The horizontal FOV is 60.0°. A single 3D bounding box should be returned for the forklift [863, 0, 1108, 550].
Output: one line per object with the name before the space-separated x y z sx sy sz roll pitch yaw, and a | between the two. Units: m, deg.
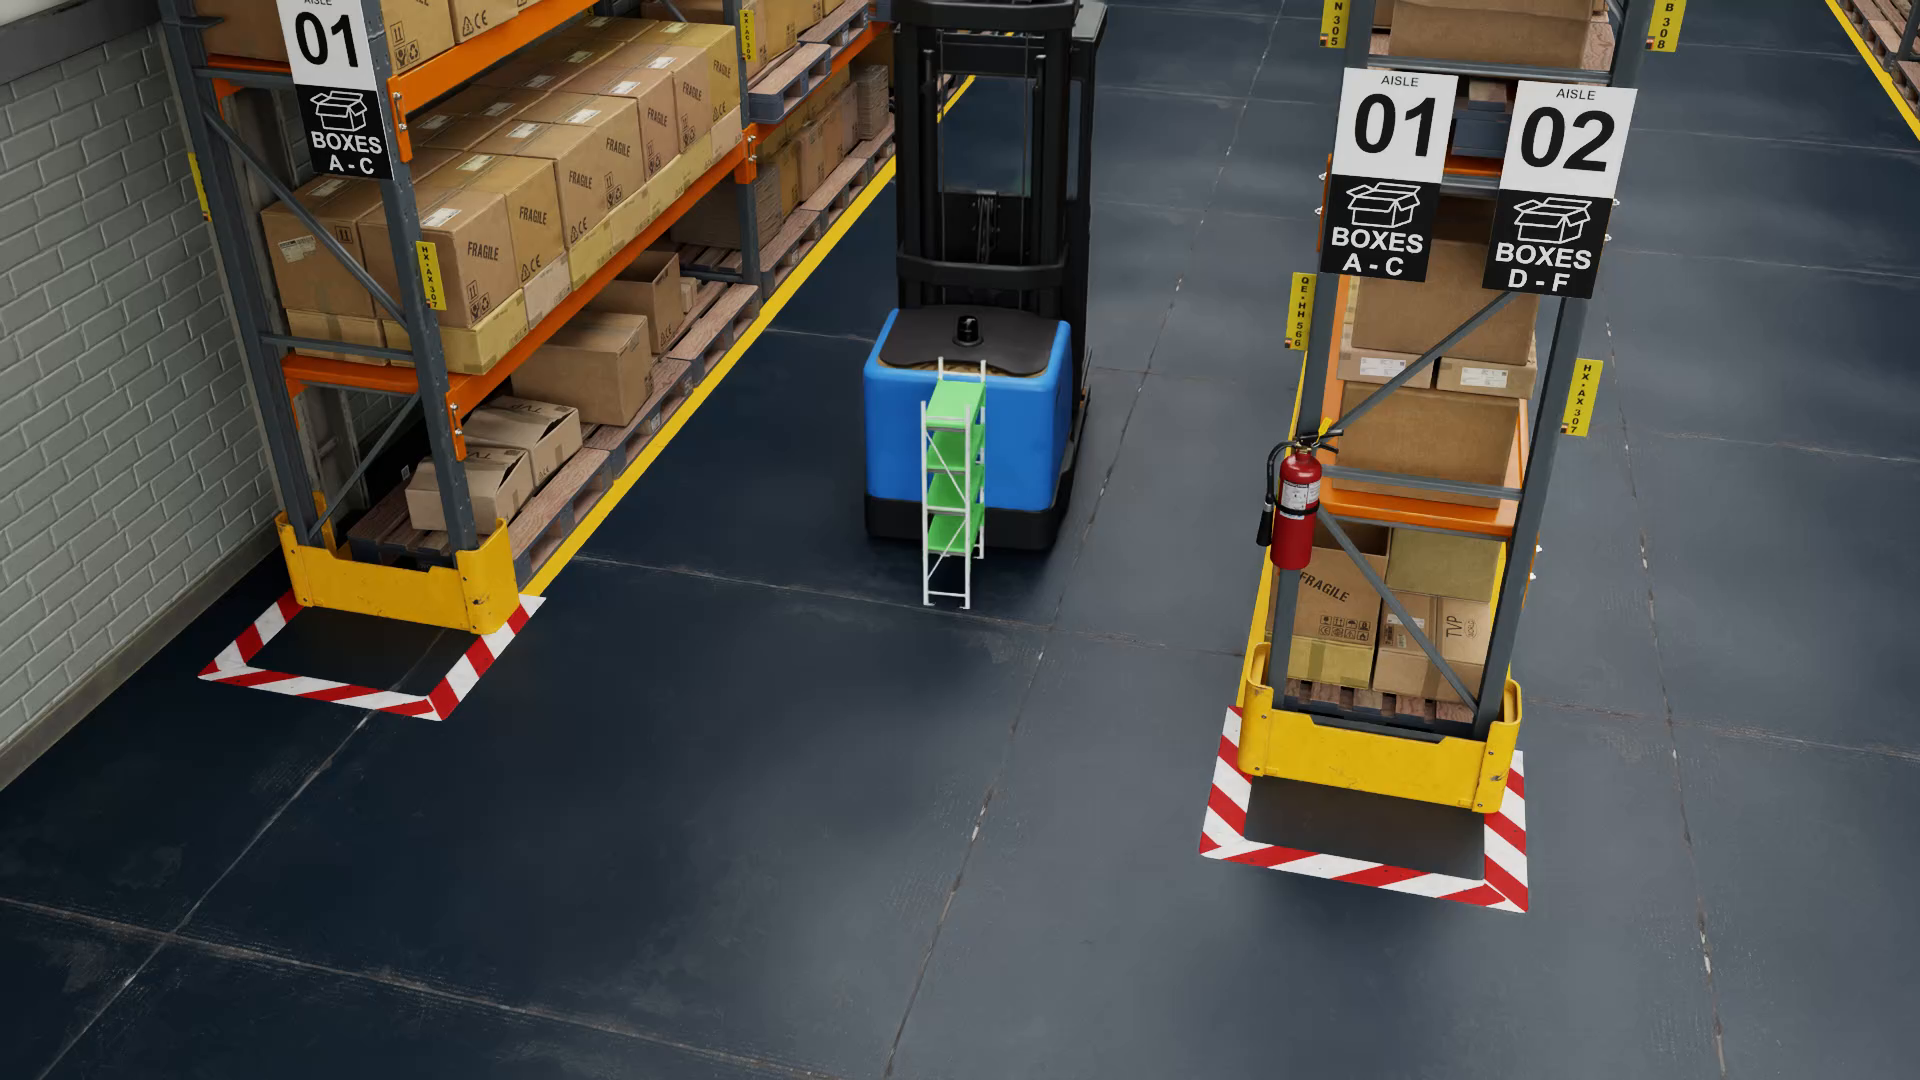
forklift | 0.223 -1.961 9.603 1.130 2.935 3.031 5 33 8

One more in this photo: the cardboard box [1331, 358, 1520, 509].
cardboard box | 2.002 -0.513 7.168 0.700 0.500 0.500 8 33 12

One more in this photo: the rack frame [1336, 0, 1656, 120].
rack frame | 1.871 -2.762 5.207 1.000 3.000 0.127 8 33 12

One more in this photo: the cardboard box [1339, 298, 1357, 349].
cardboard box | 1.849 -0.907 7.183 0.380 0.149 0.250 9 34 14

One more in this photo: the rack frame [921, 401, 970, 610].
rack frame | -0.070 -0.156 8.377 0.240 1.200 0.015 5 33 8

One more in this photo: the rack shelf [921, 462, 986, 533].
rack shelf | -0.030 -0.231 8.614 0.258 0.148 0.480 5 33 8

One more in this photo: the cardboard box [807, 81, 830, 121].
cardboard box | -1.355 -3.566 13.285 0.500 0.250 0.500 8 33 12

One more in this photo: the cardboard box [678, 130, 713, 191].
cardboard box | -1.868 -2.379 10.318 0.500 0.250 0.500 8 33 13

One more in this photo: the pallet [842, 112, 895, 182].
pallet | -1.091 -3.472 14.515 1.003 0.211 1.213 8 33 12

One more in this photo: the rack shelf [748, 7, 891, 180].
rack shelf | -1.399 -3.713 12.965 1.077 0.370 4.000 8 33 12

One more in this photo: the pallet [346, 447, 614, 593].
pallet | -2.662 -0.183 9.340 1.003 0.211 1.213 8 33 12

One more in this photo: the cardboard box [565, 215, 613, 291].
cardboard box | -2.238 -1.593 9.081 0.500 0.250 0.500 8 33 12

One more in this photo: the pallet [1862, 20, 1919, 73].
pallet | 9.856 -4.991 16.905 1.003 0.211 1.213 8 33 12

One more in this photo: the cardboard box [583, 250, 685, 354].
cardboard box | -2.131 -1.566 10.837 0.500 0.500 0.500 6 33 9

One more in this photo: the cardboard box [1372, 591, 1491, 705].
cardboard box | 2.222 0.505 7.832 0.500 0.250 0.500 8 33 12

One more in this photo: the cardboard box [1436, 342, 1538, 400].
cardboard box | 2.179 -0.721 6.890 0.380 0.149 0.250 8 33 12

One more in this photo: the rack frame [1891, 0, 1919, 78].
rack frame | 9.706 -5.781 15.548 1.000 3.000 0.127 8 33 12

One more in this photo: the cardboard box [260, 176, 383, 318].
cardboard box | -3.008 -1.438 8.139 0.500 0.500 0.500 8 33 12

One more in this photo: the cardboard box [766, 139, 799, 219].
cardboard box | -1.653 -2.769 12.729 0.700 0.500 0.500 7 33 11

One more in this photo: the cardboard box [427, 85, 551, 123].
cardboard box | -2.615 -2.228 9.381 0.500 0.500 0.500 8 33 13

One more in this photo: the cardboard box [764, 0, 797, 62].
cardboard box | -1.596 -3.755 11.858 0.700 0.500 0.500 11 34 17

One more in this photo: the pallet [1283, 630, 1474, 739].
pallet | 2.024 0.544 8.198 1.003 0.211 1.213 8 33 12

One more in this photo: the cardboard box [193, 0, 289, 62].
cardboard box | -3.061 -2.471 7.433 0.500 0.500 0.500 10 34 16

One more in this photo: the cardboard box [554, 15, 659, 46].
cardboard box | -2.228 -3.025 10.635 0.500 0.500 0.500 7 33 11

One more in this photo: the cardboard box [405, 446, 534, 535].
cardboard box | -2.659 -0.301 9.023 0.500 0.311 0.500 4 33 7

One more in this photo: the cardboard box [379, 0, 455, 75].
cardboard box | -2.595 -2.359 7.257 0.500 0.500 0.500 9 34 14

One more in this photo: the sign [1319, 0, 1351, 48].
sign | 1.350 -1.918 5.923 0.100 0.325 0.005 8 33 12

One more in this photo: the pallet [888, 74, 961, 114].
pallet | -0.618 -4.277 15.780 1.003 0.211 1.213 8 33 12

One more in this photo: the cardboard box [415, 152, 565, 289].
cardboard box | -2.375 -1.627 8.435 0.500 0.500 0.500 8 33 13

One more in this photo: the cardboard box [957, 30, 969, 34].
cardboard box | -0.349 -5.142 16.155 0.750 0.750 0.750 8 33 12

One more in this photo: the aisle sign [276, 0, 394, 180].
aisle sign | -2.650 -1.922 7.054 0.394 0.787 0.004 8 33 12

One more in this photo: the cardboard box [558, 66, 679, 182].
cardboard box | -1.987 -2.433 9.704 0.500 0.500 0.500 7 33 11

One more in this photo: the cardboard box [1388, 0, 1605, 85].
cardboard box | 2.021 -2.074 6.302 0.797 0.503 0.637 10 34 16

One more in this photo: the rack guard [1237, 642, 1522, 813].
rack guard | 1.865 0.837 7.468 1.175 0.500 0.348 8 33 12

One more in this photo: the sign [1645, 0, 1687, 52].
sign | 2.406 -1.820 5.633 0.100 0.325 0.005 8 33 12

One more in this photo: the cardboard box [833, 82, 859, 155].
cardboard box | -1.267 -3.553 13.963 0.700 0.500 0.500 8 33 12

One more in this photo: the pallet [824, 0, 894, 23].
pallet | -0.969 -4.589 13.852 1.213 0.211 1.003 8 33 12

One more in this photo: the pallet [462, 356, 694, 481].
pallet | -2.350 -0.814 10.333 1.003 0.211 1.213 8 33 12

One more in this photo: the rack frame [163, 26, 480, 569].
rack frame | -2.922 -0.903 7.875 1.000 3.000 0.127 8 33 12

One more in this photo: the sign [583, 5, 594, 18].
sign | -2.444 -3.541 10.945 0.100 0.325 0.005 8 33 12

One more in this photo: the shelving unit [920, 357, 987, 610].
shelving unit | -0.030 -0.285 8.580 0.258 1.200 0.503 5 33 8

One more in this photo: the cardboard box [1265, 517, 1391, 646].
cardboard box | 1.719 0.117 7.742 0.500 0.500 0.500 8 33 12
